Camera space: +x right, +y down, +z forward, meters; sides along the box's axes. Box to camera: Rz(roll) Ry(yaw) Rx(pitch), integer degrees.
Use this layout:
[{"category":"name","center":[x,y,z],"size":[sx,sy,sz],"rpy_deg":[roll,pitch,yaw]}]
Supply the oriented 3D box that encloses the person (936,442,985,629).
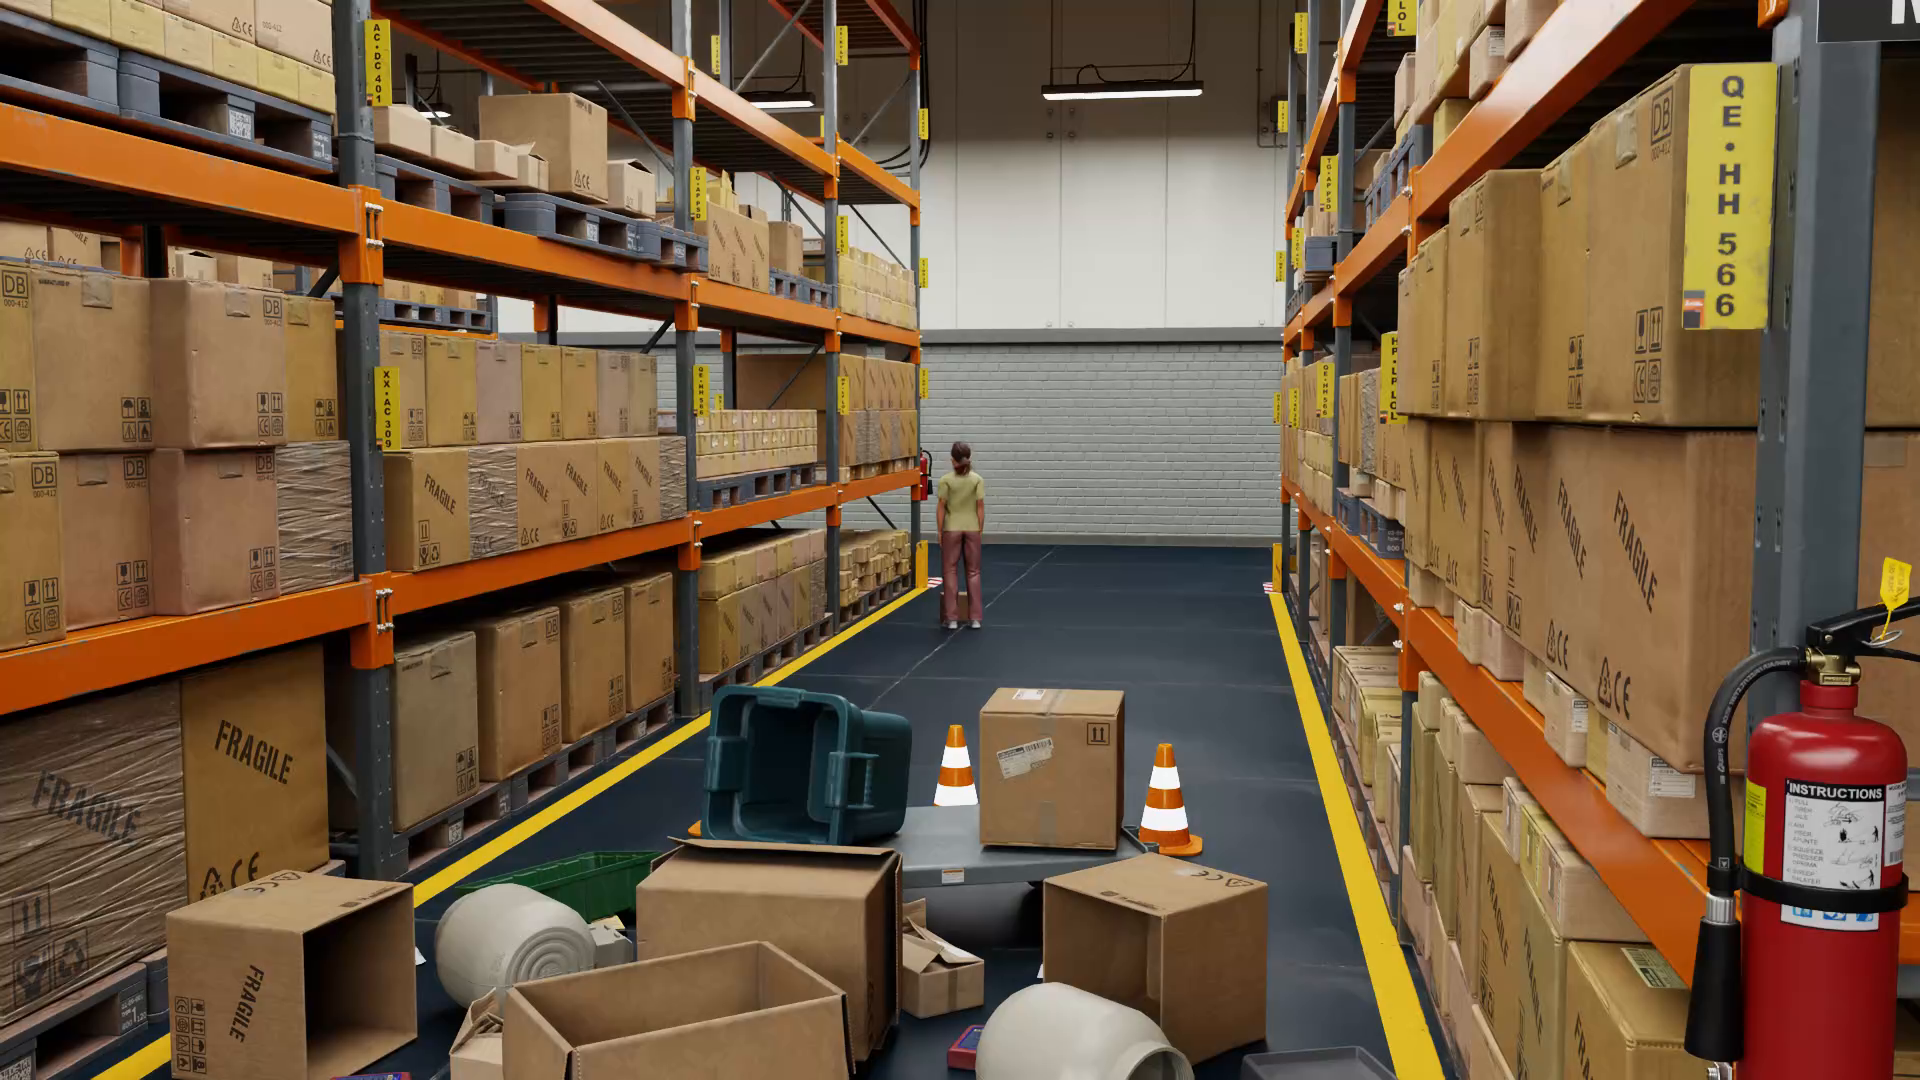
[{"category":"person","center":[0.005,-0.041,14.914],"size":[0.443,1.673,0.360],"rpy_deg":[-1,5,-9]}]
